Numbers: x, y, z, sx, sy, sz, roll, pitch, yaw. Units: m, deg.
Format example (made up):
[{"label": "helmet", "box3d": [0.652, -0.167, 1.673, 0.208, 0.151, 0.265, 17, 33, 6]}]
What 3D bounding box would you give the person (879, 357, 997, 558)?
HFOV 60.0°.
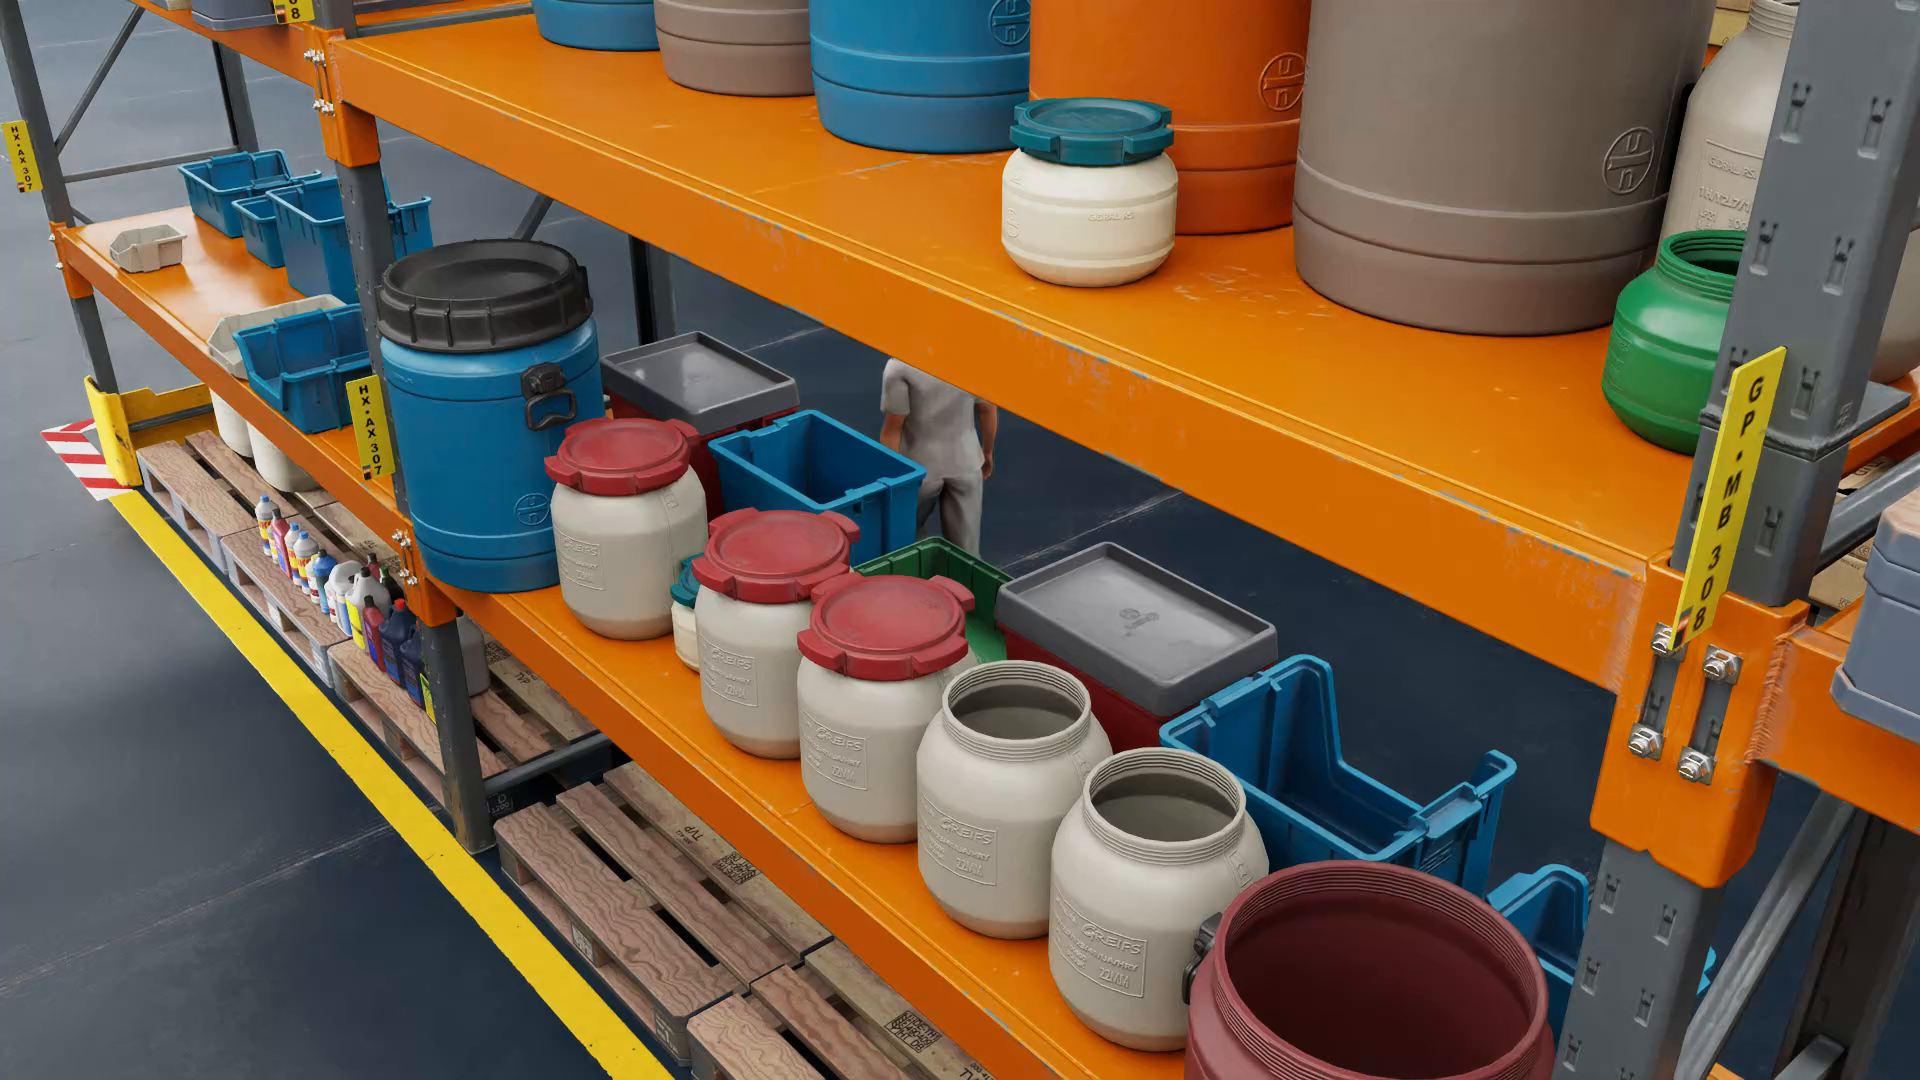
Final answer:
[{"label": "person", "box3d": [-0.097, -0.241, 6.633, 0.501, 1.698, 0.691, -5, 29, -10]}]
